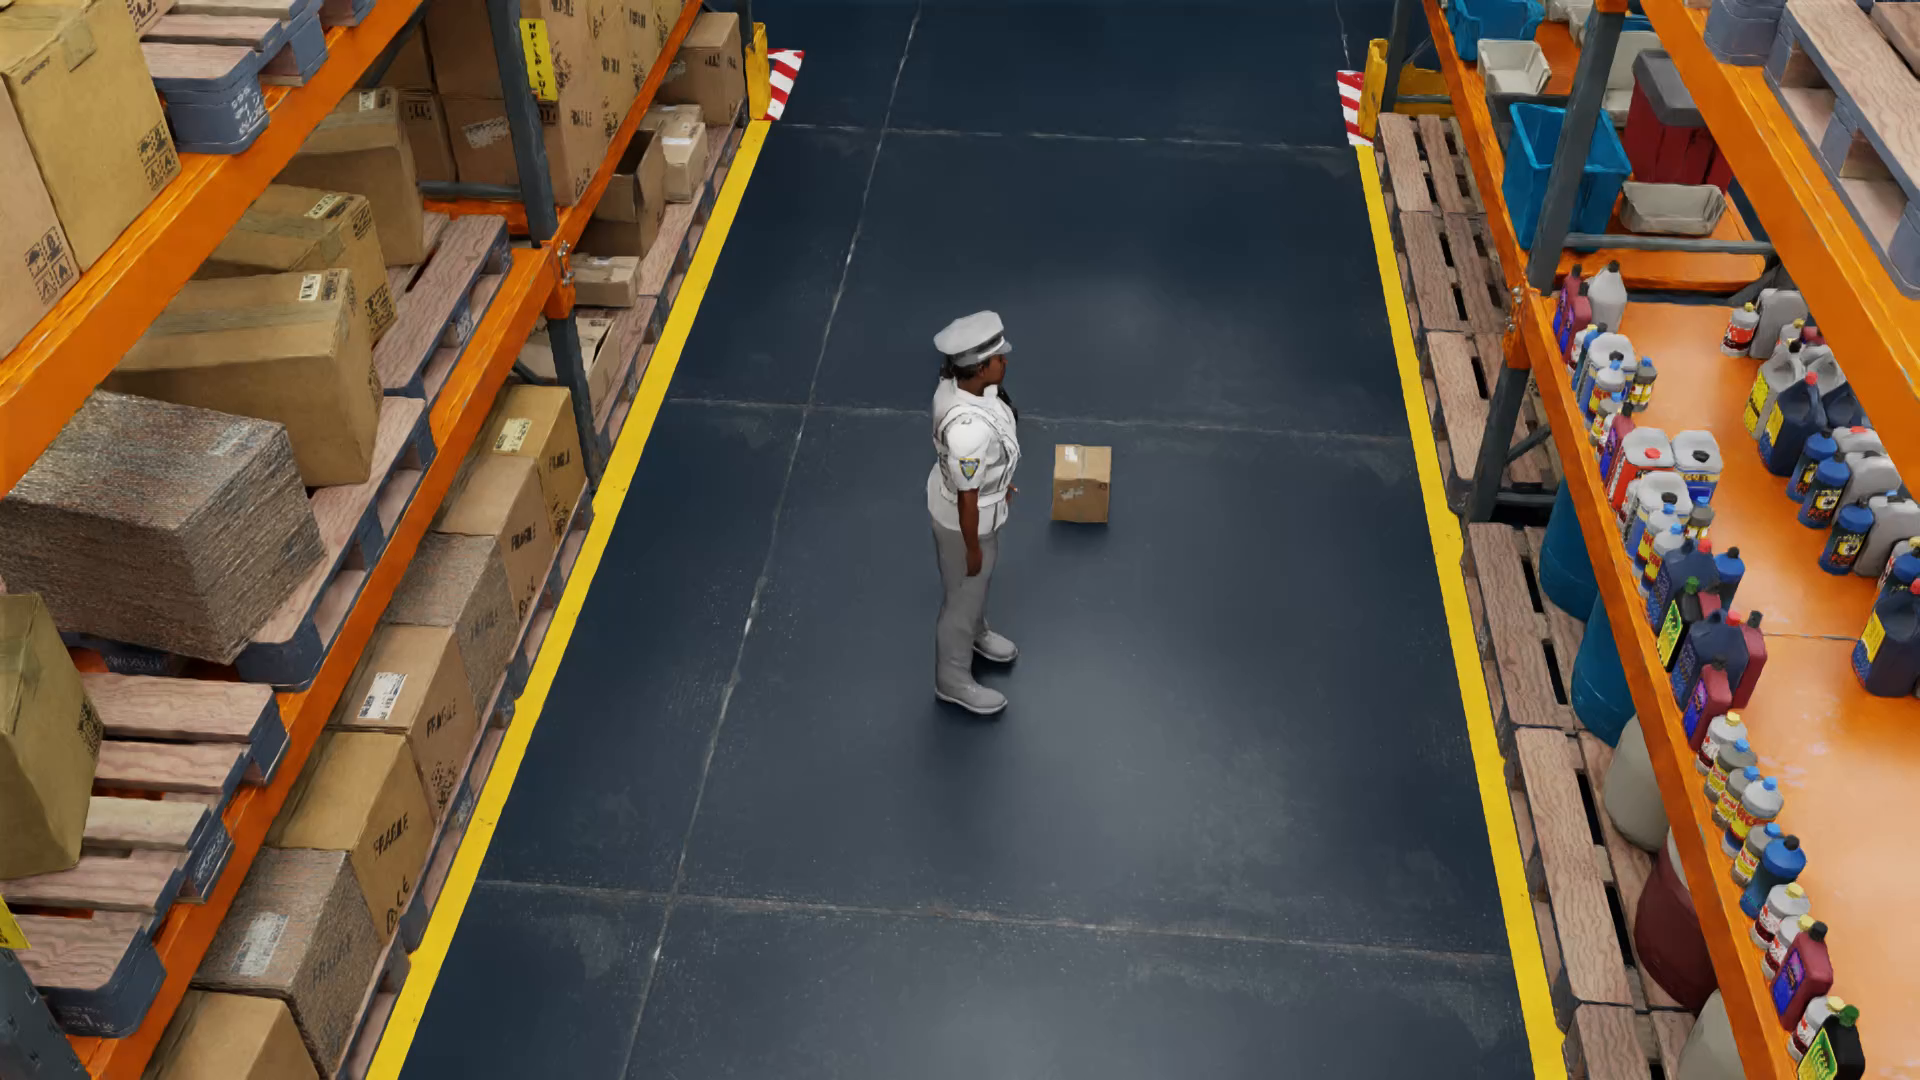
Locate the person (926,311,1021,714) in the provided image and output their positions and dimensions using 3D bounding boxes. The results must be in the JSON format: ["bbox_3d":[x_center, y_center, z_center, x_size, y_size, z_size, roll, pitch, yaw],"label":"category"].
[{"bbox_3d":[0.054,-0.107,6.237,0.361,1.686,0.493,0,40,0],"label":"person"}]
